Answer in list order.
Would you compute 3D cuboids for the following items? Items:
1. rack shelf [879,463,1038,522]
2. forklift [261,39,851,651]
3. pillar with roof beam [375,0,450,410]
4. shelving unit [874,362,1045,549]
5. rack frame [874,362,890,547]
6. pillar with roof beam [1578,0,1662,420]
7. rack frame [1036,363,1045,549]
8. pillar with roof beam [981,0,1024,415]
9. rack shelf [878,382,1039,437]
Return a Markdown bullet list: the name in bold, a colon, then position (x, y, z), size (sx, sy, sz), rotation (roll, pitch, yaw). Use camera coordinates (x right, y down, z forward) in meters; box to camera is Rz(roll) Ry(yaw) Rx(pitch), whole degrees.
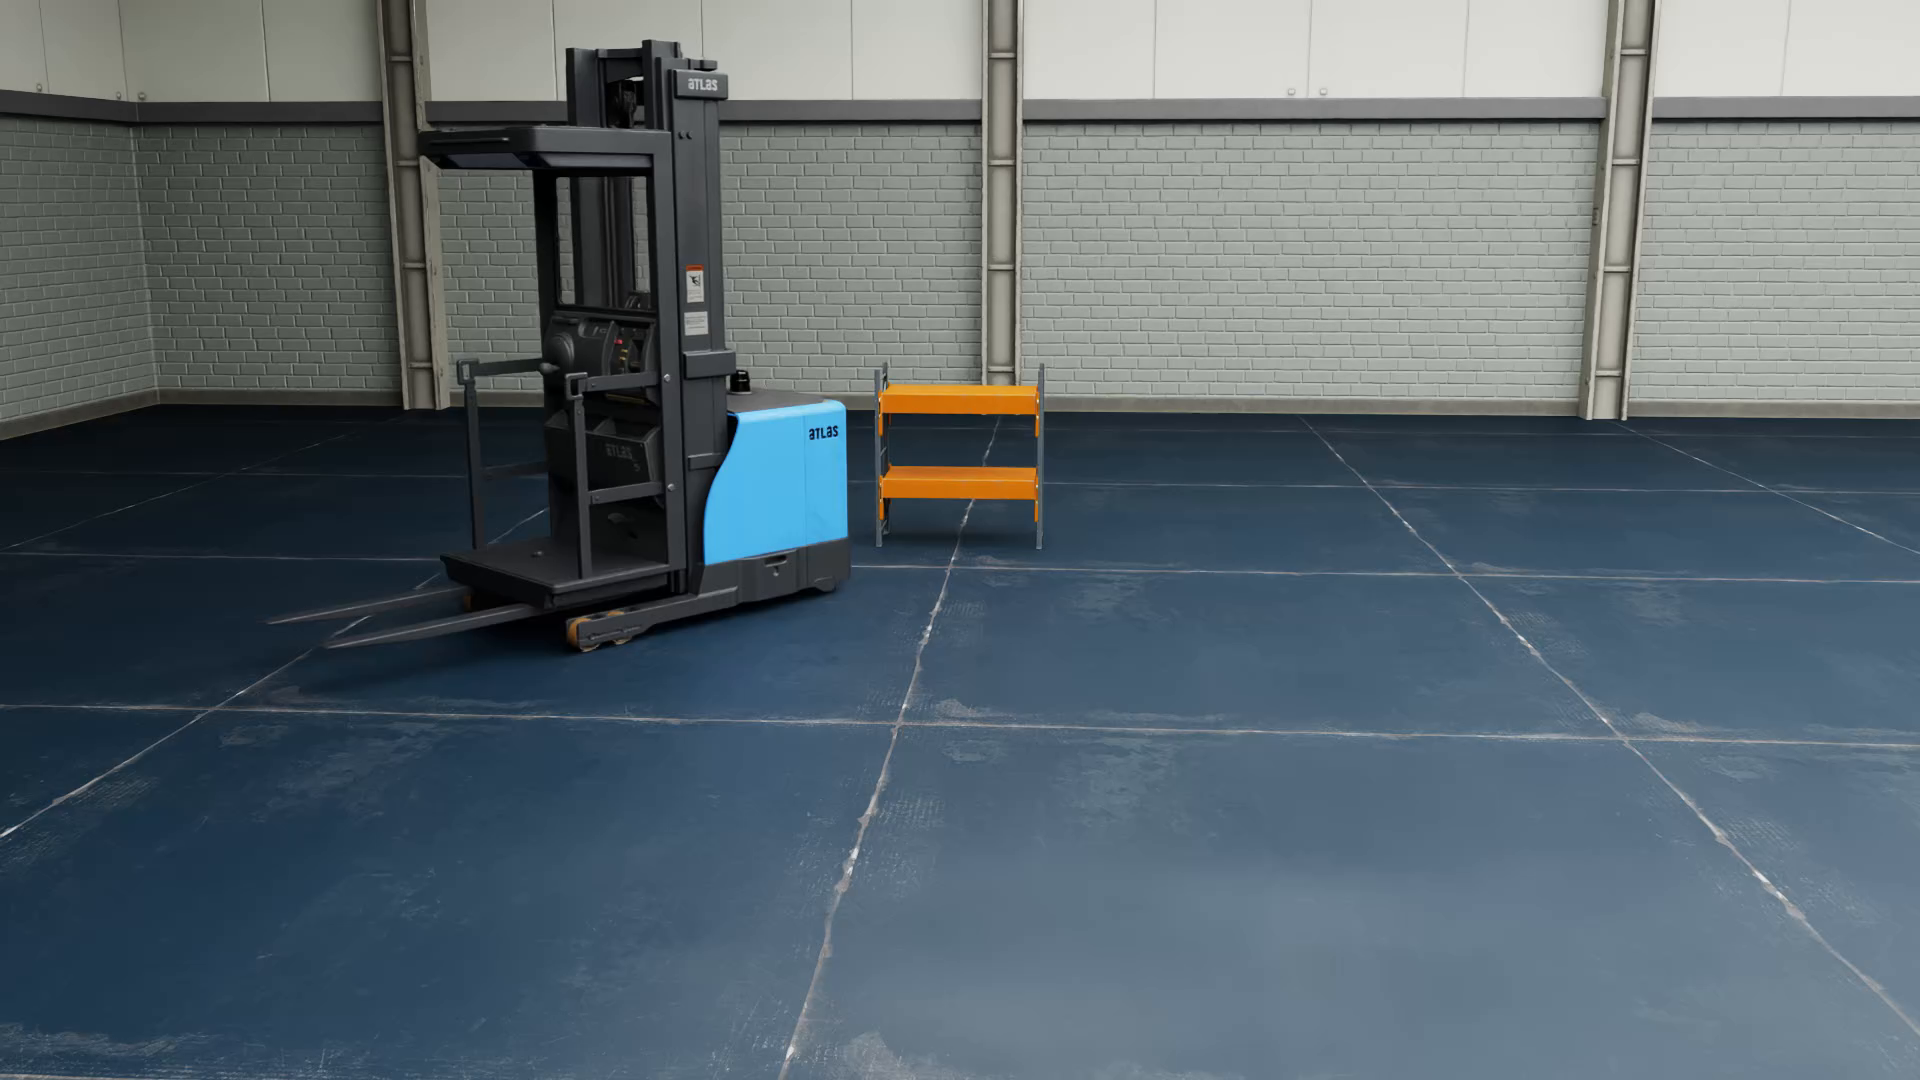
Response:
- **rack shelf**: position (0.007, -0.311, 10.703), size (1.000, 0.278, 0.538), rotation (1, 12, 4)
- **forklift**: position (-2.003, -1.006, 8.419), size (1.130, 2.935, 3.031), rotation (11, 16, 43)
- **pillar with roof beam**: position (-5.855, -4.909, 12.255), size (0.400, 9.000, 9.100), rotation (1, 12, 4)
- **shelving unit**: position (0.007, -0.550, 10.652), size (1.048, 1.125, 0.538), rotation (1, 12, 4)
- **rack frame**: position (-0.500, -0.557, 10.686), size (0.032, 1.125, 0.500), rotation (1, 12, 4)
- **pillar with roof beam**: position (6.119, -4.744, 11.471), size (0.400, 9.000, 9.100), rotation (1, 12, 4)
- **rack frame**: position (0.514, -0.544, 10.619), size (0.032, 1.125, 0.500), rotation (1, 12, 4)
- **pillar with roof beam**: position (0.132, -4.826, 11.863), size (0.400, 9.000, 9.100), rotation (1, 12, 4)
- **rack shelf**: position (0.007, -0.837, 10.593), size (1.000, 0.278, 0.538), rotation (1, 12, 4)
